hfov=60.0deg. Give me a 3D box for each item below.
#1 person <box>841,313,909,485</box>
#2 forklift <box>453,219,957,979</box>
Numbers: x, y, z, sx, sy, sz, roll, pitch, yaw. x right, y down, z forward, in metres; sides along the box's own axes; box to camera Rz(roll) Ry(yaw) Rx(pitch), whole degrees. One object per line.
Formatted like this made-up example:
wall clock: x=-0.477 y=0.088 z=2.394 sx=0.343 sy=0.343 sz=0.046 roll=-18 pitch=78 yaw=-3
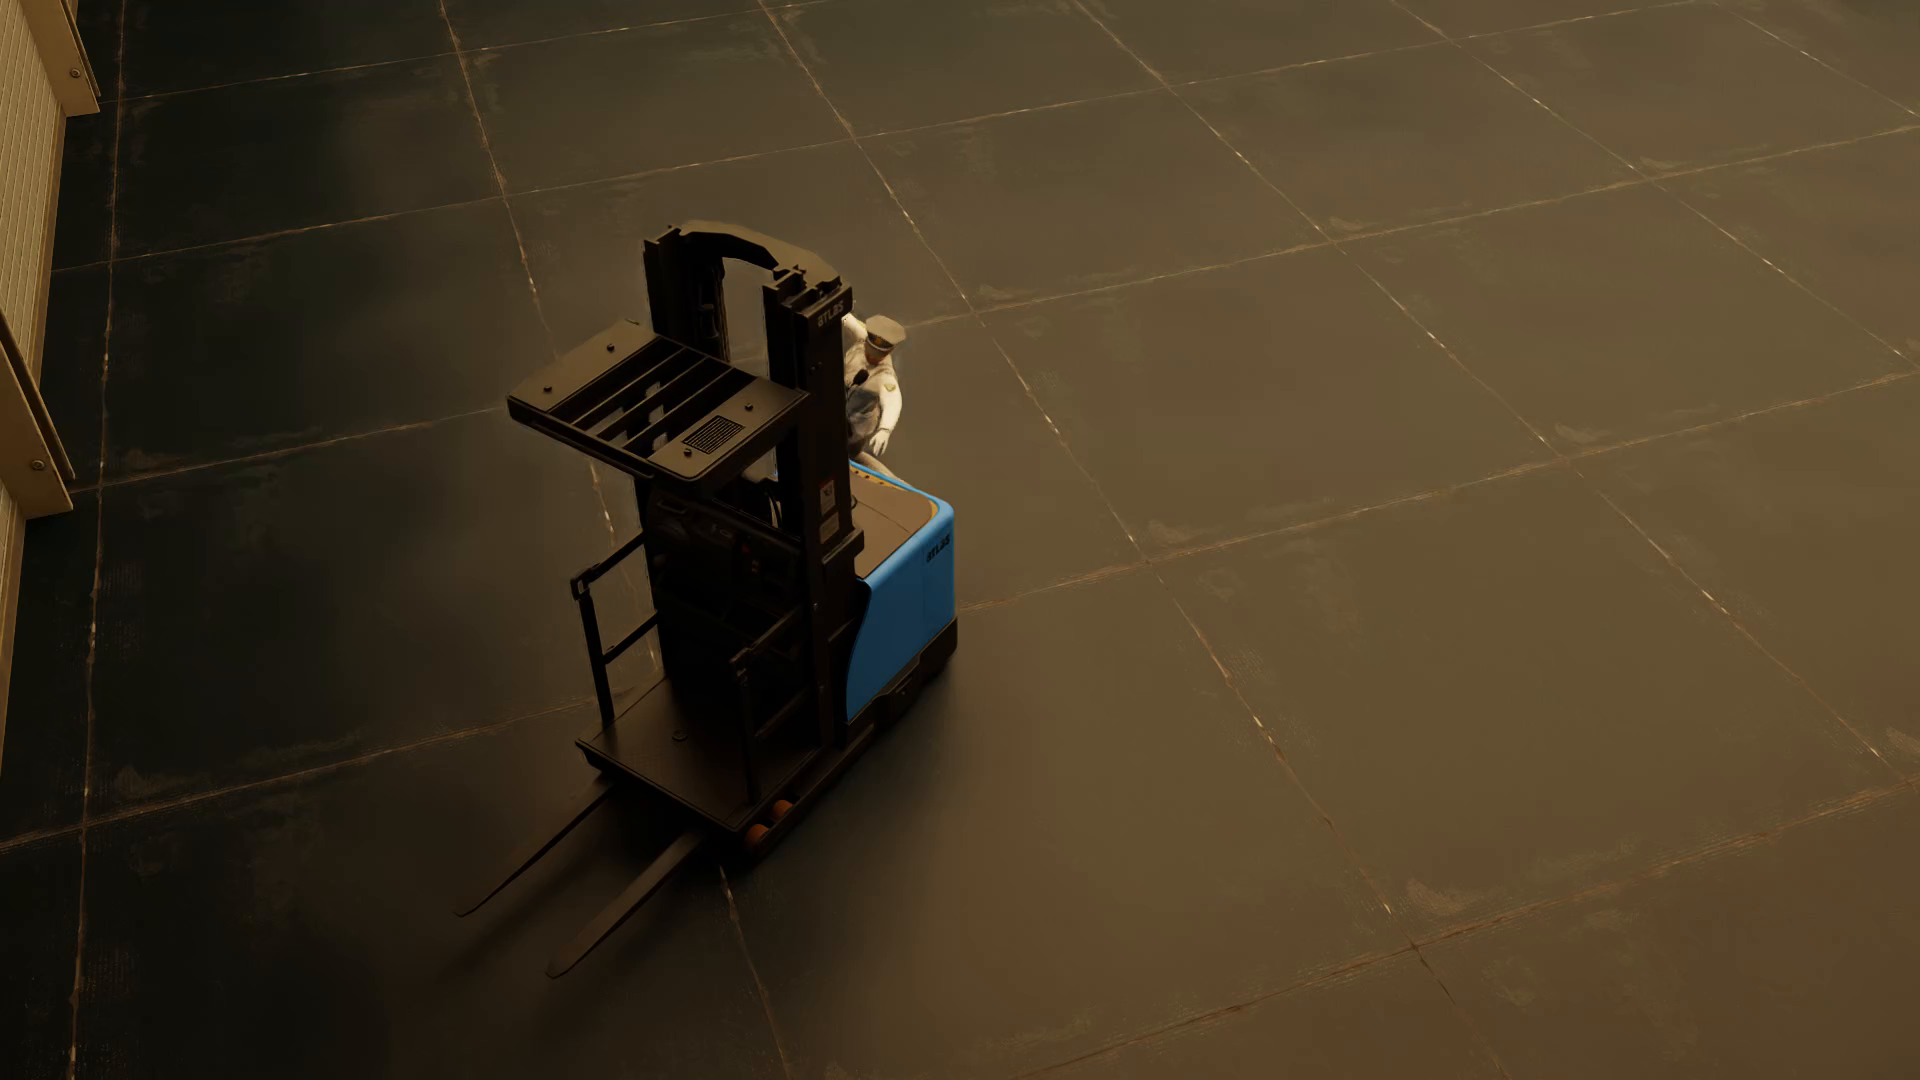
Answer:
person: x=-0.726 y=-0.609 z=9.924 sx=0.848 sy=1.429 sz=0.976 roll=5 pitch=40 yaw=6
forklift: x=-1.264 y=0.119 z=7.855 sx=1.130 sy=2.935 sz=3.031 roll=24 pitch=46 yaw=26
